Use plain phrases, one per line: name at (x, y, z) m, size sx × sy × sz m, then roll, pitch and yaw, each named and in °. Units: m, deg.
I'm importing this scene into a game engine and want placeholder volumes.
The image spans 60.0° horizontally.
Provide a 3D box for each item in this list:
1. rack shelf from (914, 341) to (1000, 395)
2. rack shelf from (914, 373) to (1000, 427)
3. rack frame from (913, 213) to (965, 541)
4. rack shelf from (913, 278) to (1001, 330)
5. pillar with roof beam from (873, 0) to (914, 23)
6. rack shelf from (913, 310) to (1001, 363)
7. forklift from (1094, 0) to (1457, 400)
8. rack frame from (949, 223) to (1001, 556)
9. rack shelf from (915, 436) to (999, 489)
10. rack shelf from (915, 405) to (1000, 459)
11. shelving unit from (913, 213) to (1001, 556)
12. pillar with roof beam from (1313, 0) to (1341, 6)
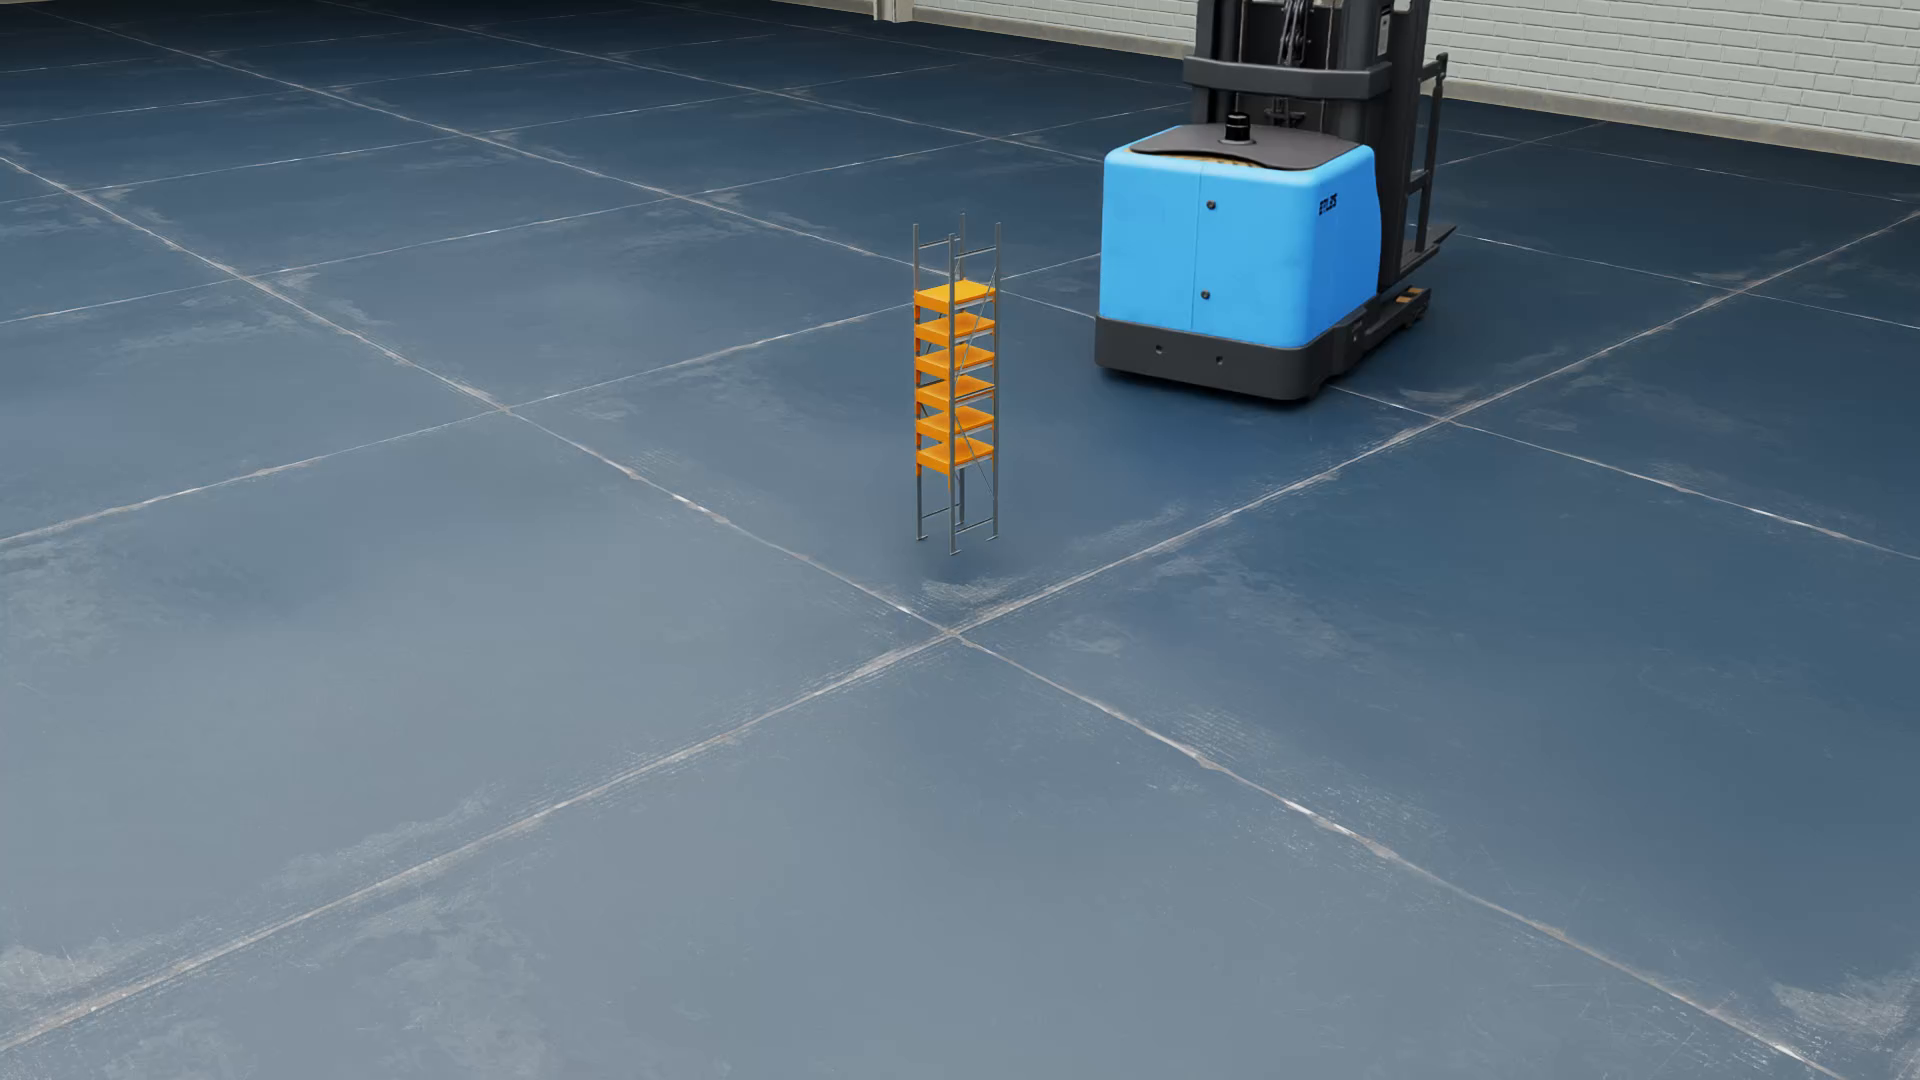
rack shelf at (-0.010, -0.619, 5.979) m, size 0.258 × 0.103 × 0.180 m, roll -21°, pitch 32°, yaw -38°
rack shelf at (-0.010, -0.510, 6.029) m, size 0.258 × 0.103 × 0.180 m, roll -21°, pitch 32°, yaw -38°
rack frame at (-0.072, -0.578, 6.071) m, size 0.240 × 1.200 × 0.006 m, roll -21°, pitch 32°, yaw -38°
rack shelf at (-0.010, -0.837, 5.880) m, size 0.258 × 0.103 × 0.180 m, roll -21°, pitch 32°, yaw -38°
pillar with roof beam at (-3.931, -9.082, 15.316) m, size 9.100 × 9.000 × 0.400 m, roll -21°, pitch 32°, yaw -38°
rack shelf at (-0.010, -0.728, 5.929) m, size 0.258 × 0.103 × 0.180 m, roll -21°, pitch 32°, yaw -38°
forklift at (1.841, -2.527, 8.257) m, size 1.130 × 2.935 × 3.031 m, roll 14°, pitch 28°, yaw 28°
rack frame at (0.053, -0.523, 5.950) m, size 0.240 × 1.200 × 0.006 m, roll -21°, pitch 32°, yaw -38°
rack shelf at (-0.010, -0.291, 6.129) m, size 0.258 × 0.103 × 0.180 m, roll -21°, pitch 32°, yaw -38°
rack shelf at (-0.010, -0.401, 6.079) m, size 0.258 × 0.103 × 0.180 m, roll -21°, pitch 32°, yaw -38°
shelving unit at (-0.010, -0.550, 6.011) m, size 0.258 × 1.200 × 0.189 m, roll -21°, pitch 32°, yaw -38°
pillar with roof beam at (0.170, -7.264, 11.332) m, size 9.100 × 9.000 × 0.400 m, roll -21°, pitch 32°, yaw -38°
